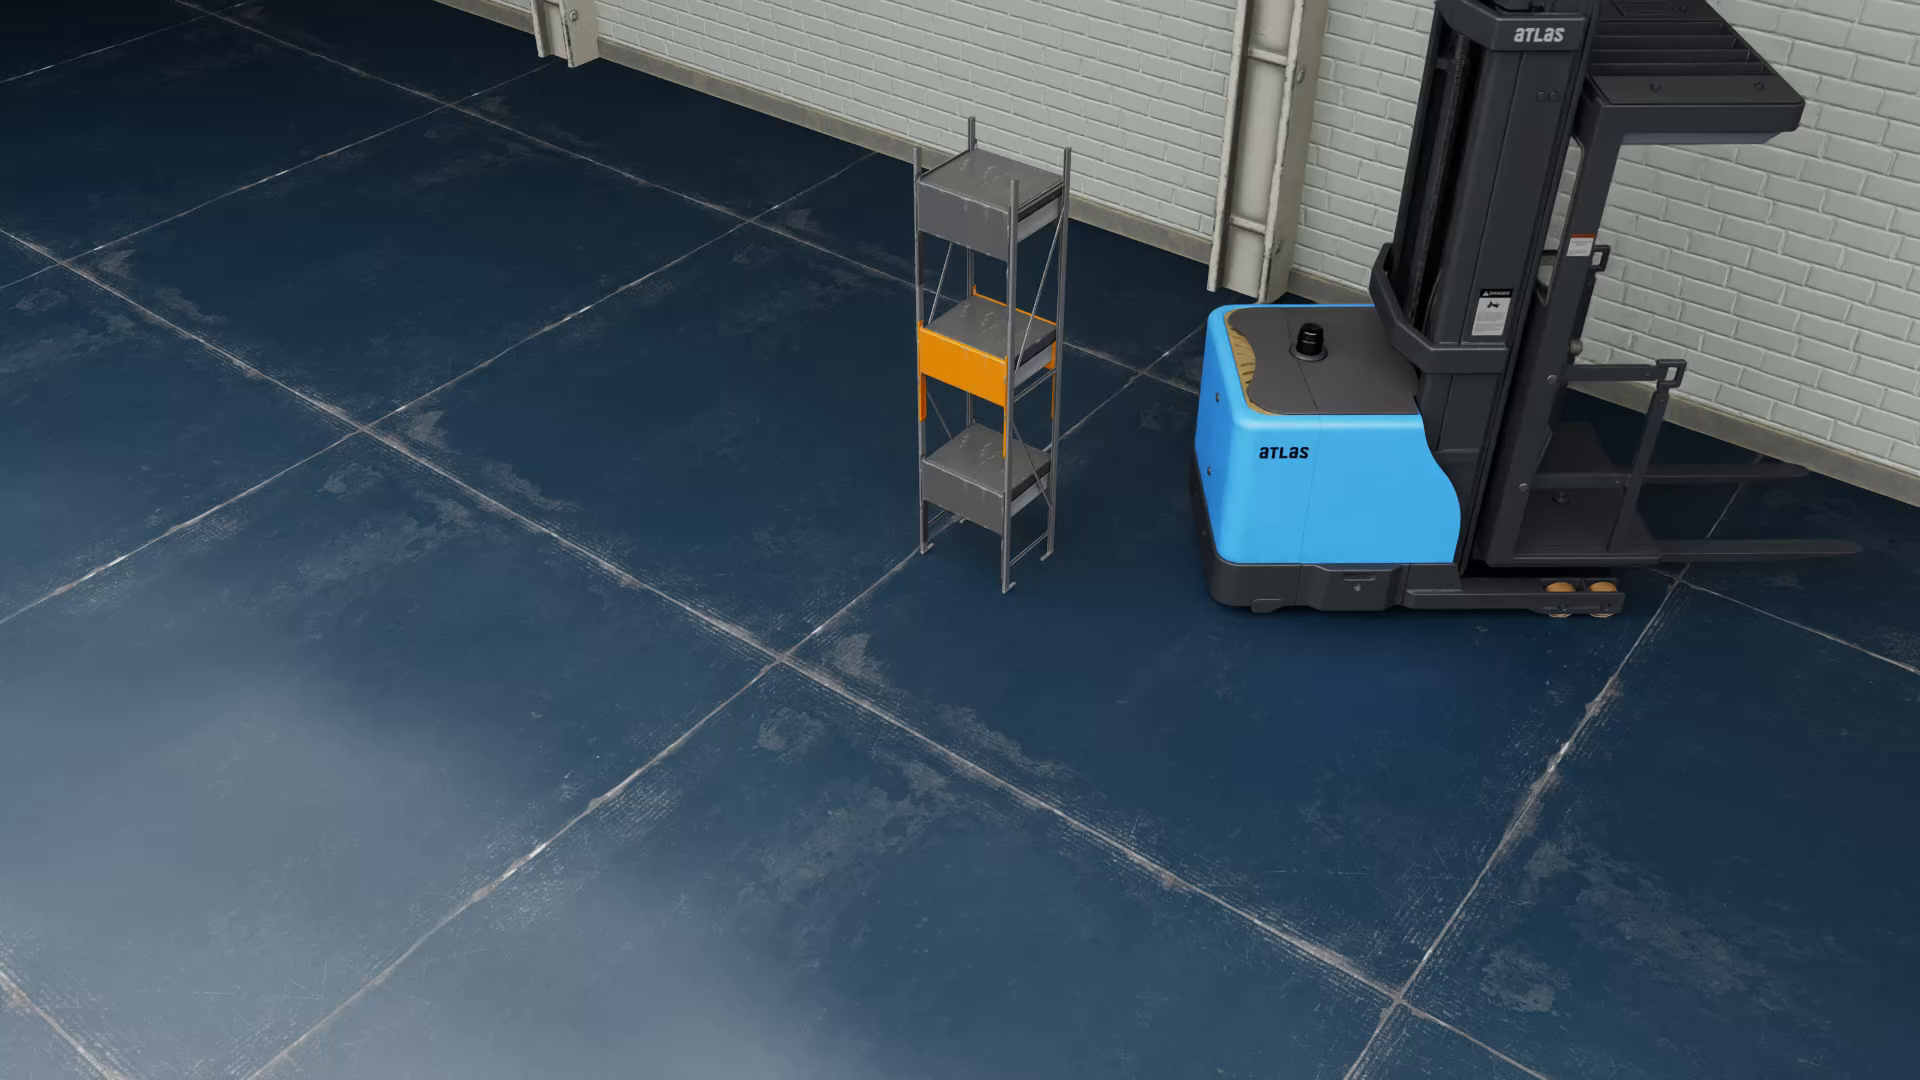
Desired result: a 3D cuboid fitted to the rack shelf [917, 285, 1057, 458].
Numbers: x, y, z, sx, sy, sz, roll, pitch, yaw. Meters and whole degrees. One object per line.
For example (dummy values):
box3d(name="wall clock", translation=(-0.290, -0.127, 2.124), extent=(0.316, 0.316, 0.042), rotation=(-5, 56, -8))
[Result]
box3d(name="rack shelf", translation=(0.131, -0.754, 7.393), extent=(0.480, 0.518, 0.431), rotation=(25, 45, 29))

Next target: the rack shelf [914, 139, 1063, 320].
box3d(name="rack shelf", translation=(0.131, -1.305, 6.961), extent=(0.480, 0.518, 0.431), rotation=(25, 45, 29))

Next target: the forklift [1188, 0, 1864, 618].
box3d(name="forklift", translation=(2.664, -1.125, 7.170), extent=(3.031, 2.935, 1.130), rotation=(0, 38, 0))

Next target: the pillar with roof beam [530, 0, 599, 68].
box3d(name="pillar with roof beam", translation=(-5.643, -5.198, 7.450), extent=(0.400, 9.000, 9.100), rotation=(25, 45, 29))

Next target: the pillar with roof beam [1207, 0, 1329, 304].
box3d(name="pillar with roof beam", translation=(-0.877, -2.951, 4.580), extent=(0.400, 9.000, 9.100), rotation=(25, 45, 29))

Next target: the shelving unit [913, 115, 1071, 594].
box3d(name="shelving unit", translation=(0.131, -0.765, 7.384), extent=(0.503, 2.100, 0.431), rotation=(25, 45, 29))

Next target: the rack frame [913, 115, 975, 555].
box3d(name="rack frame", translation=(-0.062, -0.856, 7.501), extent=(0.015, 2.100, 0.400), rotation=(25, 45, 29))

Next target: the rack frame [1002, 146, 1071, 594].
box3d(name="rack frame", translation=(0.325, -0.673, 7.268), extent=(0.015, 2.100, 0.400), rotation=(25, 45, 29))

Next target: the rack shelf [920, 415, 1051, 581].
box3d(name="rack shelf", translation=(0.131, -0.203, 7.824), extent=(0.480, 0.518, 0.431), rotation=(25, 45, 29))
